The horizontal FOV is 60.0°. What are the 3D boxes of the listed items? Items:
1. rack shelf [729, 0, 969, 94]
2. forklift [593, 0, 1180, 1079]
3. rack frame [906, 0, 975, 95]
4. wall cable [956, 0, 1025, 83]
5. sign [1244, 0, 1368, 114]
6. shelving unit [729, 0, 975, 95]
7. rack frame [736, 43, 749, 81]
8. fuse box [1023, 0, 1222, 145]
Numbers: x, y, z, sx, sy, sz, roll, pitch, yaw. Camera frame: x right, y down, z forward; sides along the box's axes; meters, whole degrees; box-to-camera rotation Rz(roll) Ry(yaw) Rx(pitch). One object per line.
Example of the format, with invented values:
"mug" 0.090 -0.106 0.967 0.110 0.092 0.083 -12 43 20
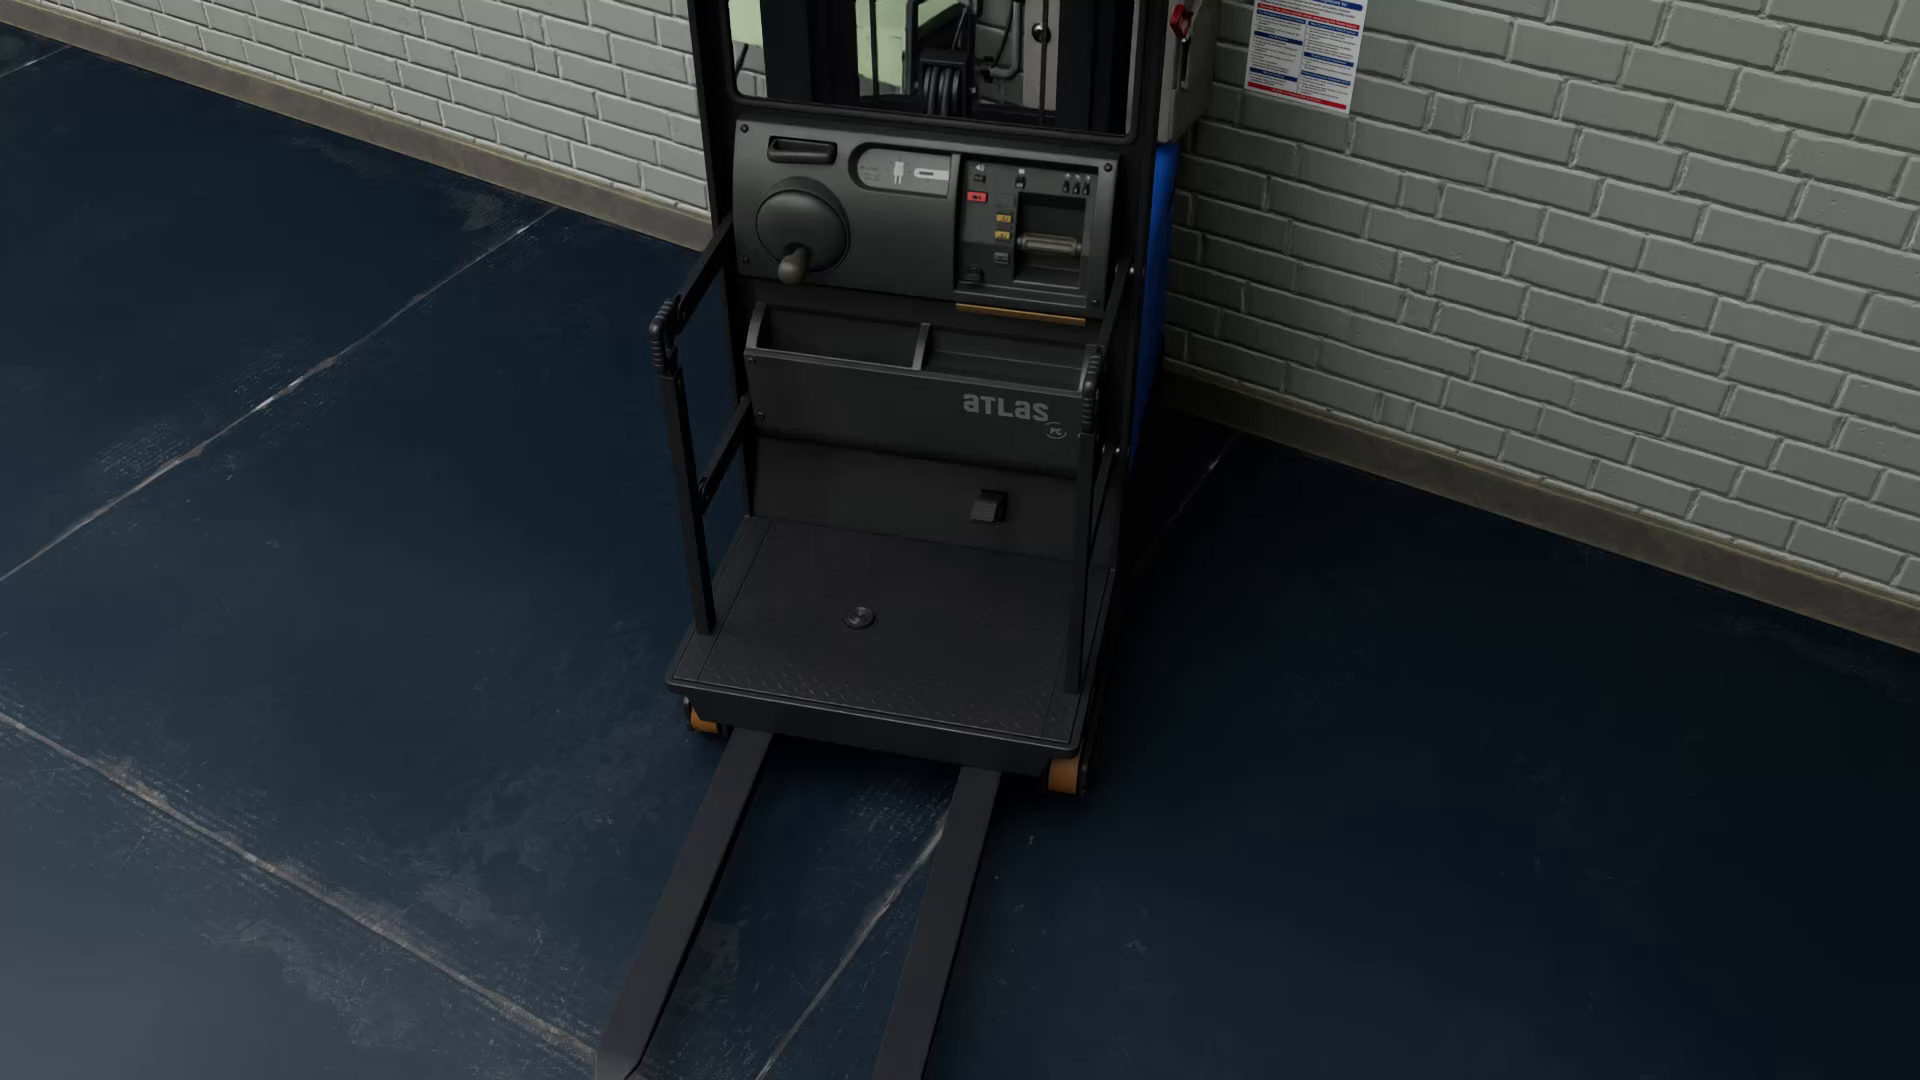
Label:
"rack shelf" -0.382 -1.608 5.344 0.720 0.370 0.431 21 42 21
"forklift" -0.137 -0.694 3.821 1.130 2.935 3.031 8 42 9
"rack frame" -0.081 -1.181 5.459 0.023 1.500 0.400 21 42 21
"wall cable" -0.056 -2.254 4.771 0.588 1.984 0.122 21 45 22
"sign" 0.987 -1.476 4.729 0.329 0.494 0.001 21 45 22
"shelving unit" -0.400 -1.305 5.589 0.755 1.500 0.431 21 42 21
"rack frame" -0.718 -1.429 5.719 0.023 1.500 0.400 21 42 21
"fuse box" 0.456 -1.073 5.174 0.539 1.711 0.414 21 45 22
